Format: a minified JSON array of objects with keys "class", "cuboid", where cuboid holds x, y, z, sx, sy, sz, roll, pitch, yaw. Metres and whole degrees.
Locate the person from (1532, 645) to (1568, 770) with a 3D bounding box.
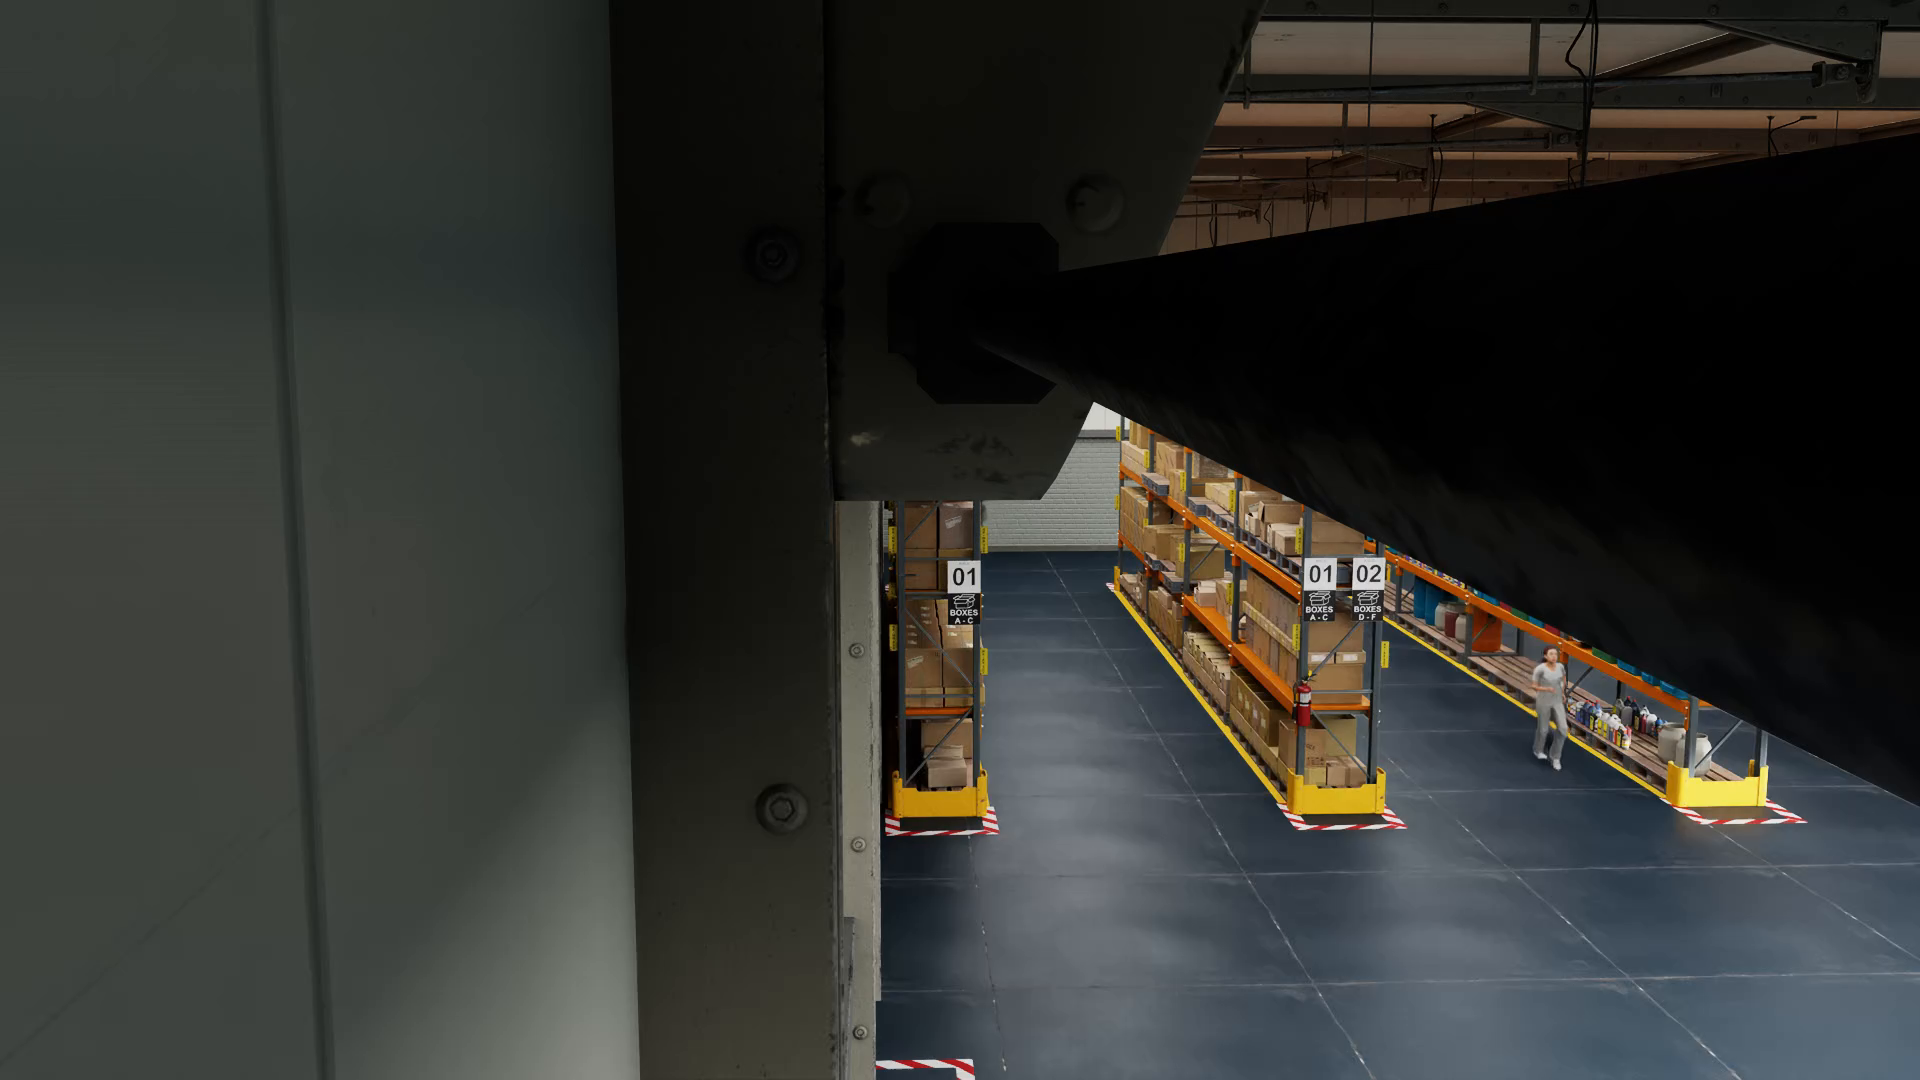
[{"class":"person","cuboid":[8.025,2.268,22.641,0.542,1.710,0.731,0,8,-1]}]
